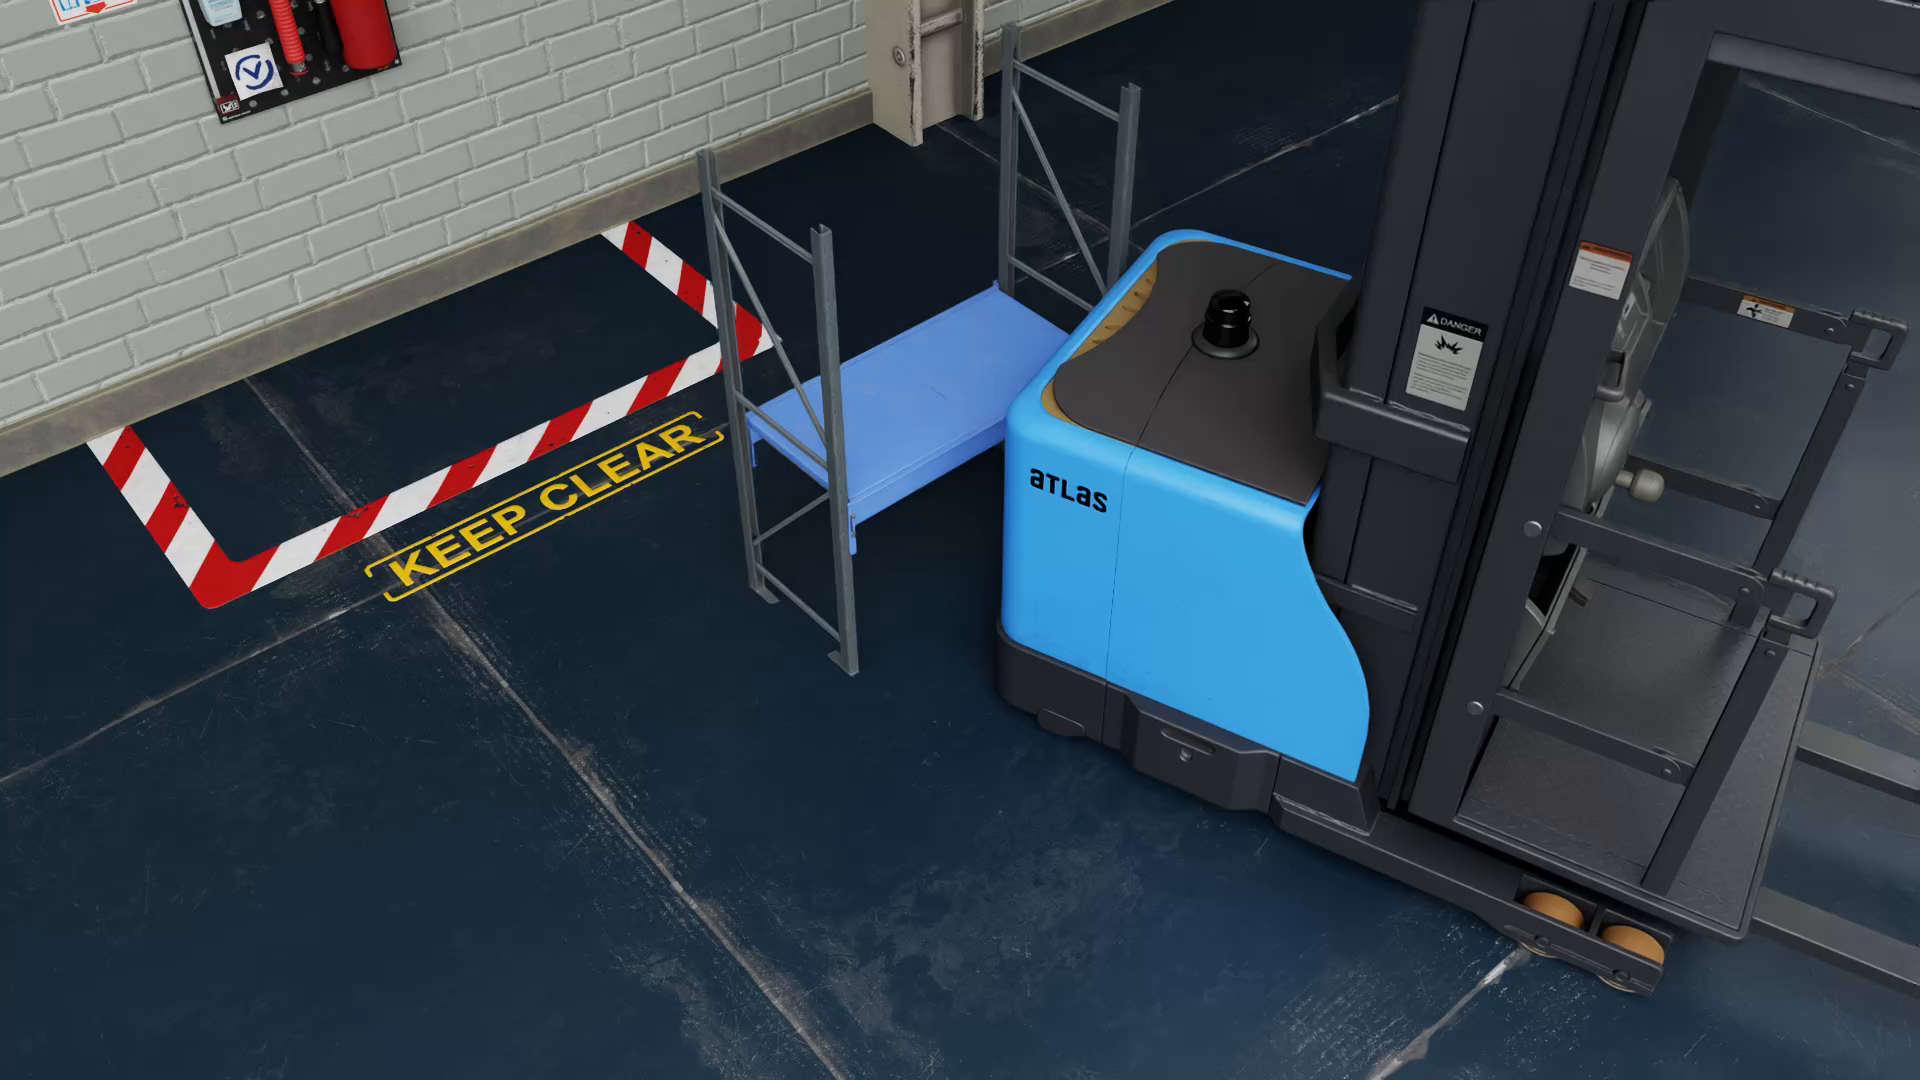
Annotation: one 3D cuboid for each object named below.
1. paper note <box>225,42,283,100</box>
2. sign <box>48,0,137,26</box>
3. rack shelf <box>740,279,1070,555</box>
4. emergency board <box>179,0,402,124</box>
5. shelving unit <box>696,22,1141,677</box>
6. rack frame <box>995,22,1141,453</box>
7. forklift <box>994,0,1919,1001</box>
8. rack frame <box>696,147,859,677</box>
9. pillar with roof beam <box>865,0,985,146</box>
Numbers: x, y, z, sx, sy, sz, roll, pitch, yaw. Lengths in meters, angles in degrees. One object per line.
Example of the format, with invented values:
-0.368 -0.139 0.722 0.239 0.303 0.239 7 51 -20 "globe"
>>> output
-2.245 -1.491 5.290 0.142 0.148 0.016 -30 51 -28 "paper note"
-2.555 -1.678 4.820 0.234 0.329 0.001 -30 51 -28 "sign"
-0.089 -0.383 4.825 1.000 0.185 0.538 -31 51 -29 "rack shelf"
-2.065 -1.854 5.033 0.643 1.169 0.194 -30 51 -28 "emergency board"
-0.089 -0.514 4.701 1.048 1.500 0.538 -31 51 -29 "shelving unit"
0.292 -0.744 4.946 0.032 1.500 0.500 -31 51 -29 "rack frame"
1.632 -0.384 3.517 3.031 2.935 1.130 22 47 21 "forklift"
-0.470 -0.284 4.456 0.032 1.500 0.500 -31 51 -29 "rack frame"
2.618 -2.846 1.707 0.400 9.000 9.100 -30 51 -28 "pillar with roof beam"
